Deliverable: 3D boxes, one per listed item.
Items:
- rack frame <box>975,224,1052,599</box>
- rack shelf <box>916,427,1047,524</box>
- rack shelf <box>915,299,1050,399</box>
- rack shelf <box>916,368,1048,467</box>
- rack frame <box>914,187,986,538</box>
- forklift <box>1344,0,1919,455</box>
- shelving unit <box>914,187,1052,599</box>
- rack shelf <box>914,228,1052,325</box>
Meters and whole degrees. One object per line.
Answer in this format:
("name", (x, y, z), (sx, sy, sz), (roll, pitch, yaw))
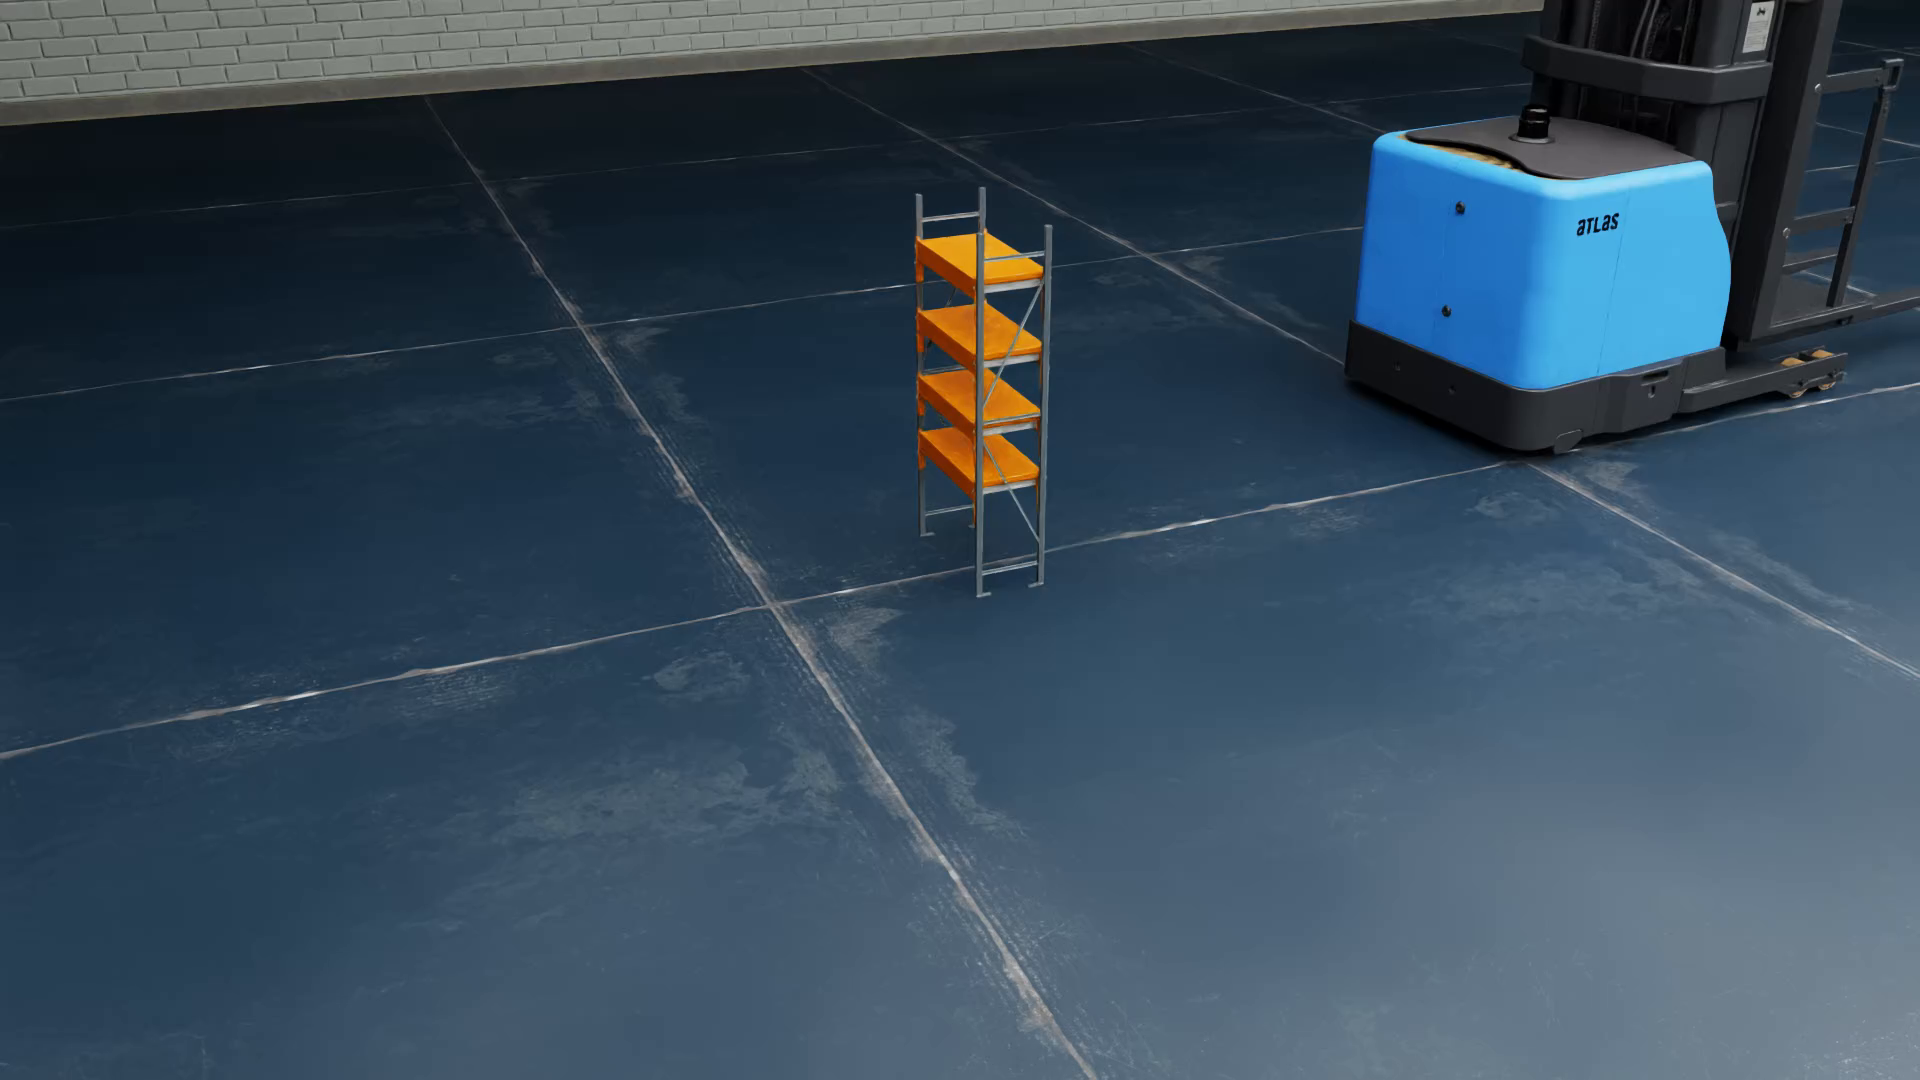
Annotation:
("rack frame", (0.160, -0.374, 5.148), (0.240, 1.200, 0.015), (-11, 28, -21))
("rack shelf", (0.065, -0.233, 5.467), (0.258, 0.148, 0.480), (-11, 28, -21))
("rack shelf", (0.065, -0.613, 5.281), (0.258, 0.148, 0.480), (-11, 28, -21))
("rack shelf", (0.065, -0.412, 5.379), (0.258, 0.148, 0.480), (-11, 28, -21))
("rack frame", (-0.031, -0.571, 5.552), (0.240, 1.200, 0.015), (-11, 28, -21))
("forklift", (3.164, -2.098, 6.707), (3.031, 2.935, 1.130), (-14, 29, -26))
("shelving unit", (0.065, -0.472, 5.350), (0.258, 1.200, 0.503), (-11, 28, -21))
("rack shelf", (0.065, -0.825, 5.177), (0.258, 0.148, 0.480), (-11, 28, -21))
